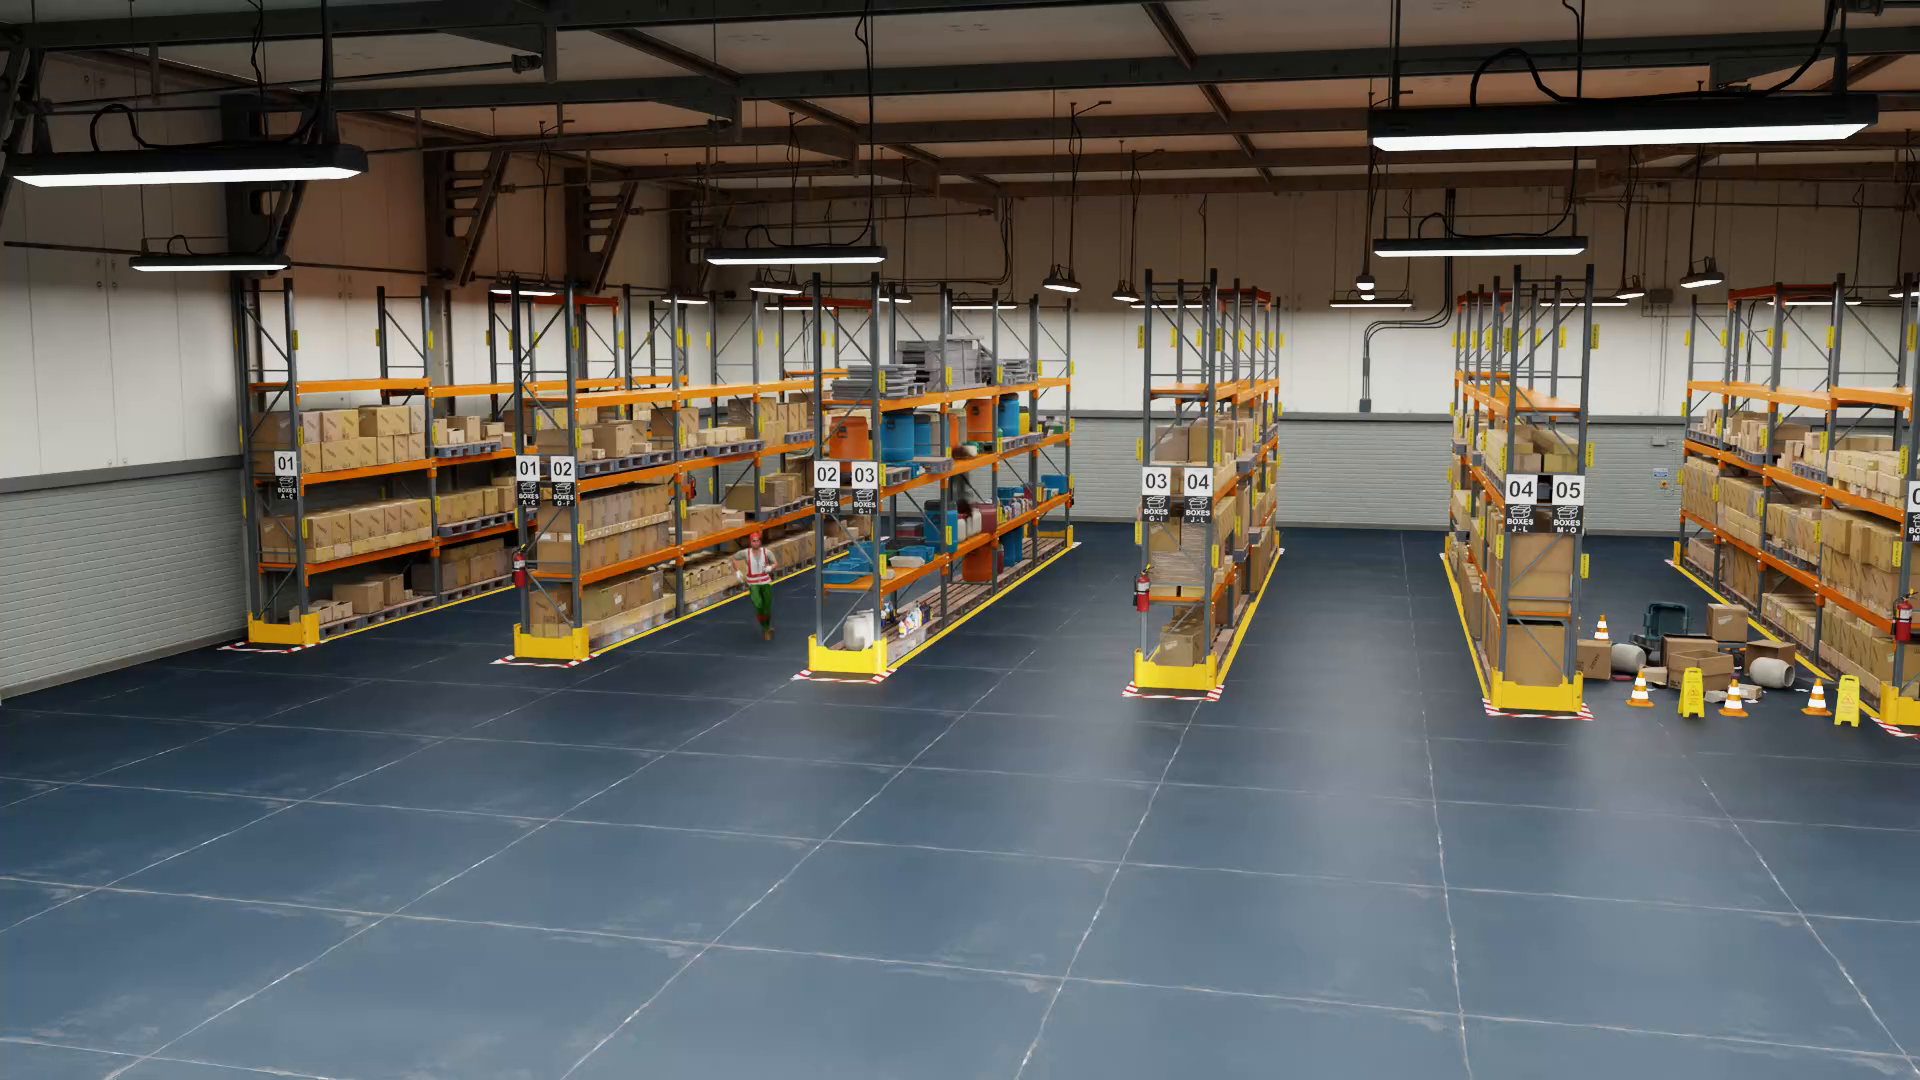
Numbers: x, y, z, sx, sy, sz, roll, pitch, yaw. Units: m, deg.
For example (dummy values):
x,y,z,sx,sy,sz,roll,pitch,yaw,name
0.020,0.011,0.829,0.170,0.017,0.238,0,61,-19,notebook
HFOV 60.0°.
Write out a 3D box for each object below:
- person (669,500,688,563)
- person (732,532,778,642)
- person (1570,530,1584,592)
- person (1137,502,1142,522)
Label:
x,y,z,sx,sy,sz,roll,pitch,yaw,name
-6.036,-0.072,35.670,0.610,1.684,0.716,1,7,11,person
-3.422,0.771,27.939,0.745,1.825,0.727,-2,7,-16,person
12.069,0.186,33.085,0.667,1.749,1.001,1,7,12,person
4.279,-0.307,37.334,0.605,1.698,0.930,0,7,2,person
